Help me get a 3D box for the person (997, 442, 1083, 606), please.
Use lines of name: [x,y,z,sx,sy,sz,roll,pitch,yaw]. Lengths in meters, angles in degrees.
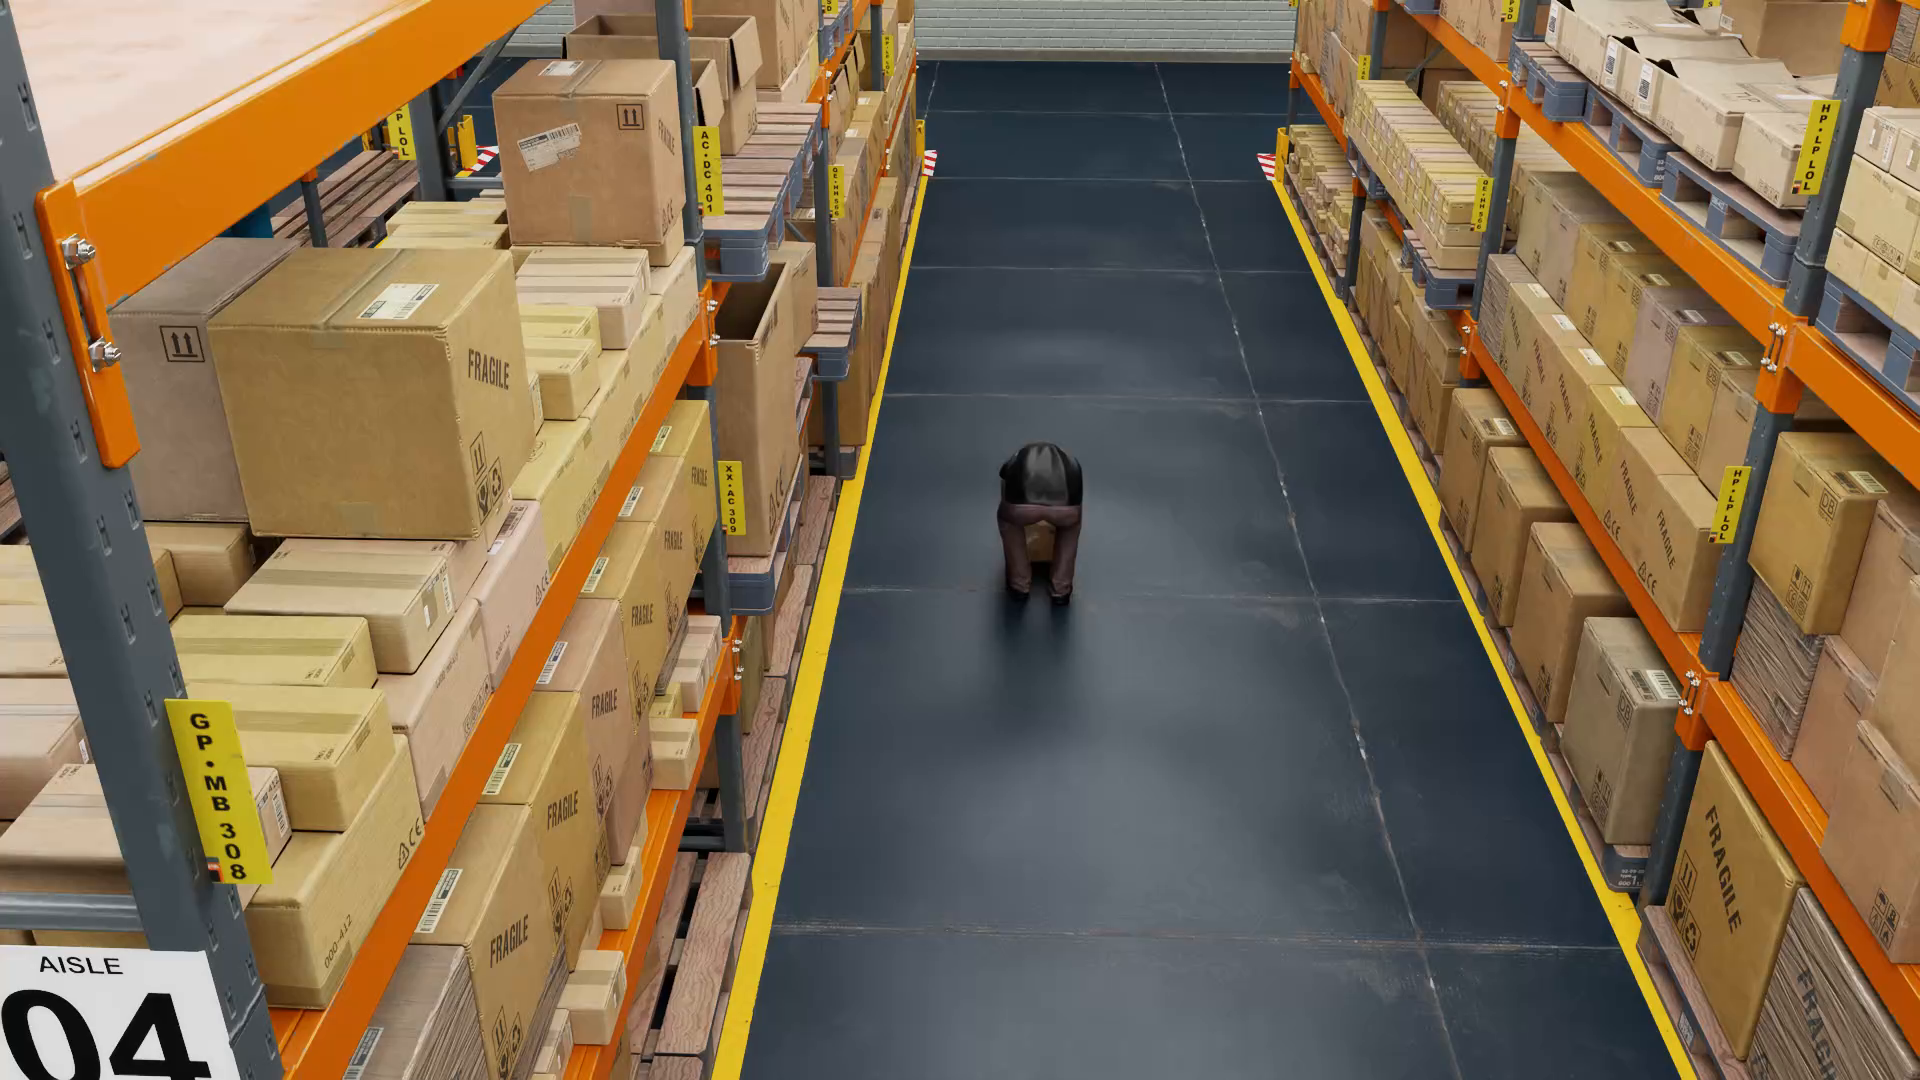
person: [0.468,-0.171,9.802,0.501,0.946,0.943,0,28,-1]
